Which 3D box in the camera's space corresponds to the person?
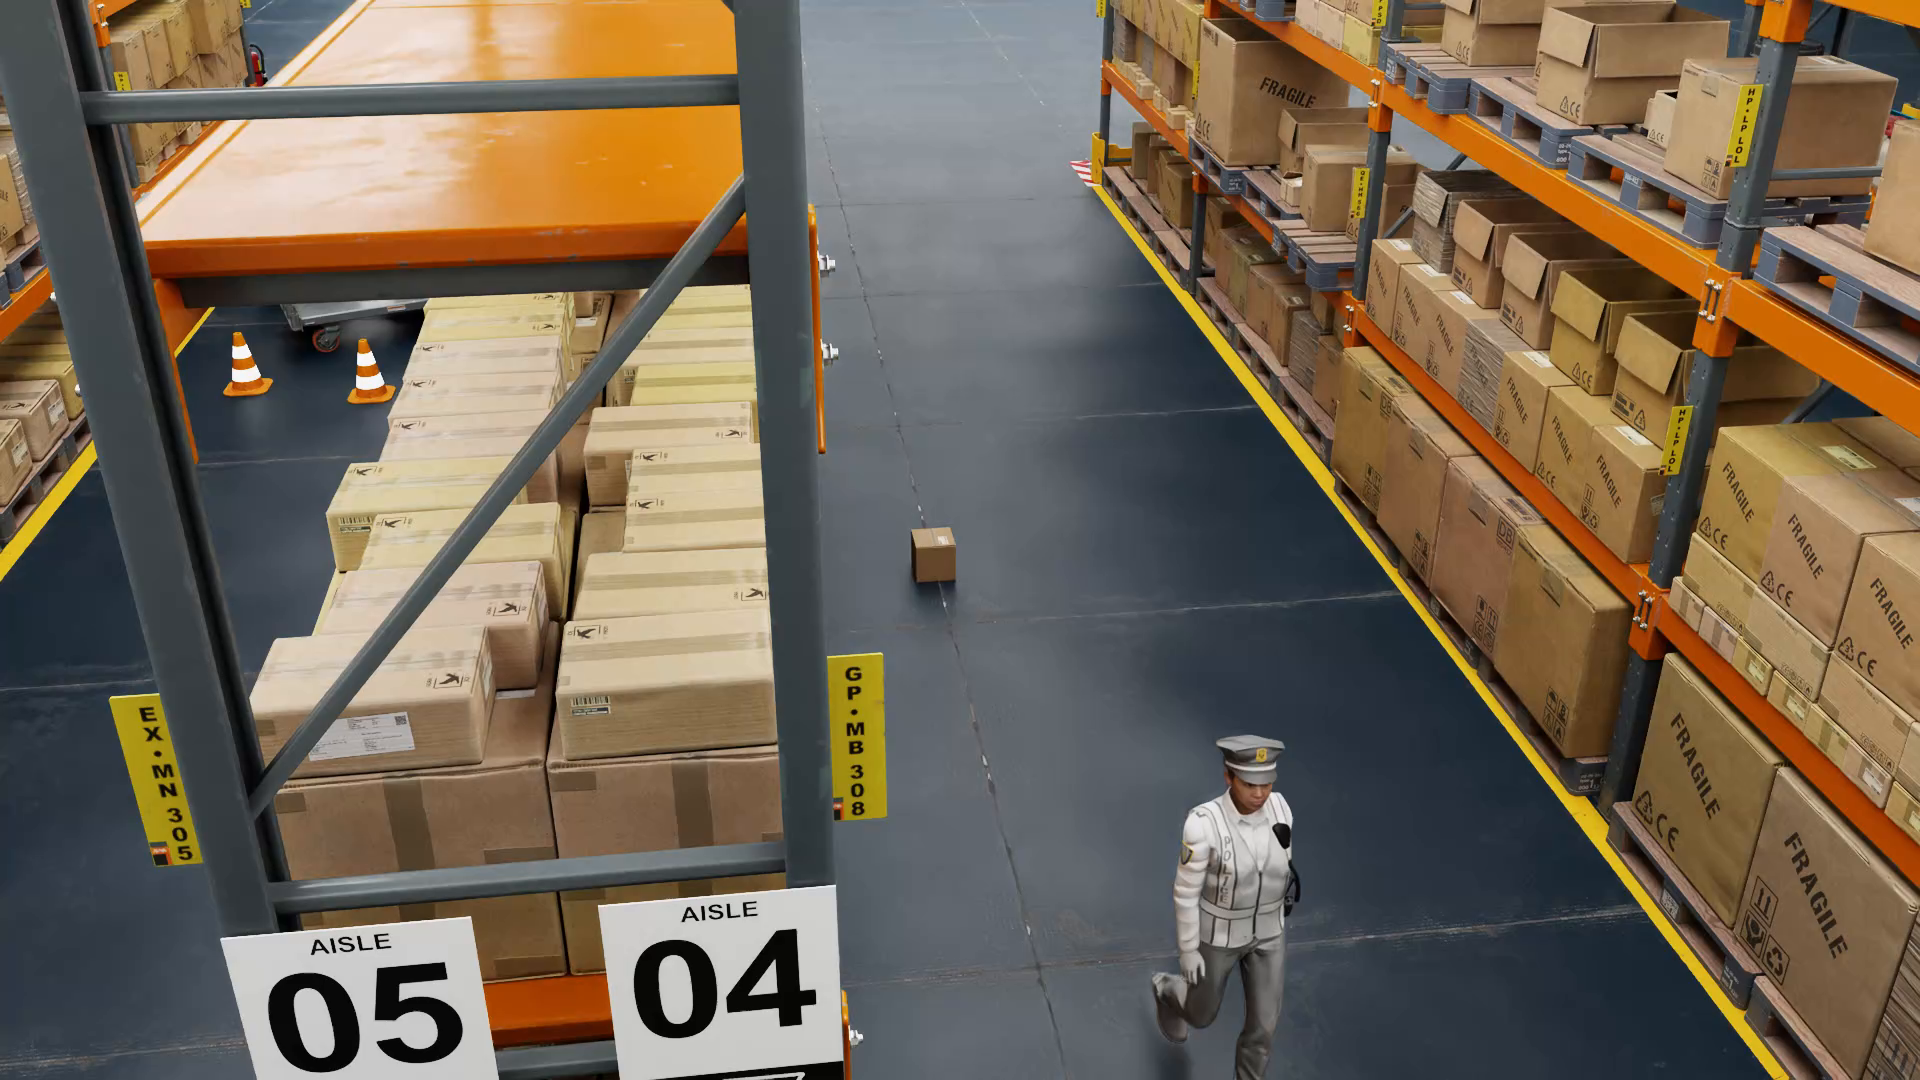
[{"bbox_3d":[1.012,1.434,6.259,0.494,1.658,0.811,-9,29,-16],"label":"person"}]
